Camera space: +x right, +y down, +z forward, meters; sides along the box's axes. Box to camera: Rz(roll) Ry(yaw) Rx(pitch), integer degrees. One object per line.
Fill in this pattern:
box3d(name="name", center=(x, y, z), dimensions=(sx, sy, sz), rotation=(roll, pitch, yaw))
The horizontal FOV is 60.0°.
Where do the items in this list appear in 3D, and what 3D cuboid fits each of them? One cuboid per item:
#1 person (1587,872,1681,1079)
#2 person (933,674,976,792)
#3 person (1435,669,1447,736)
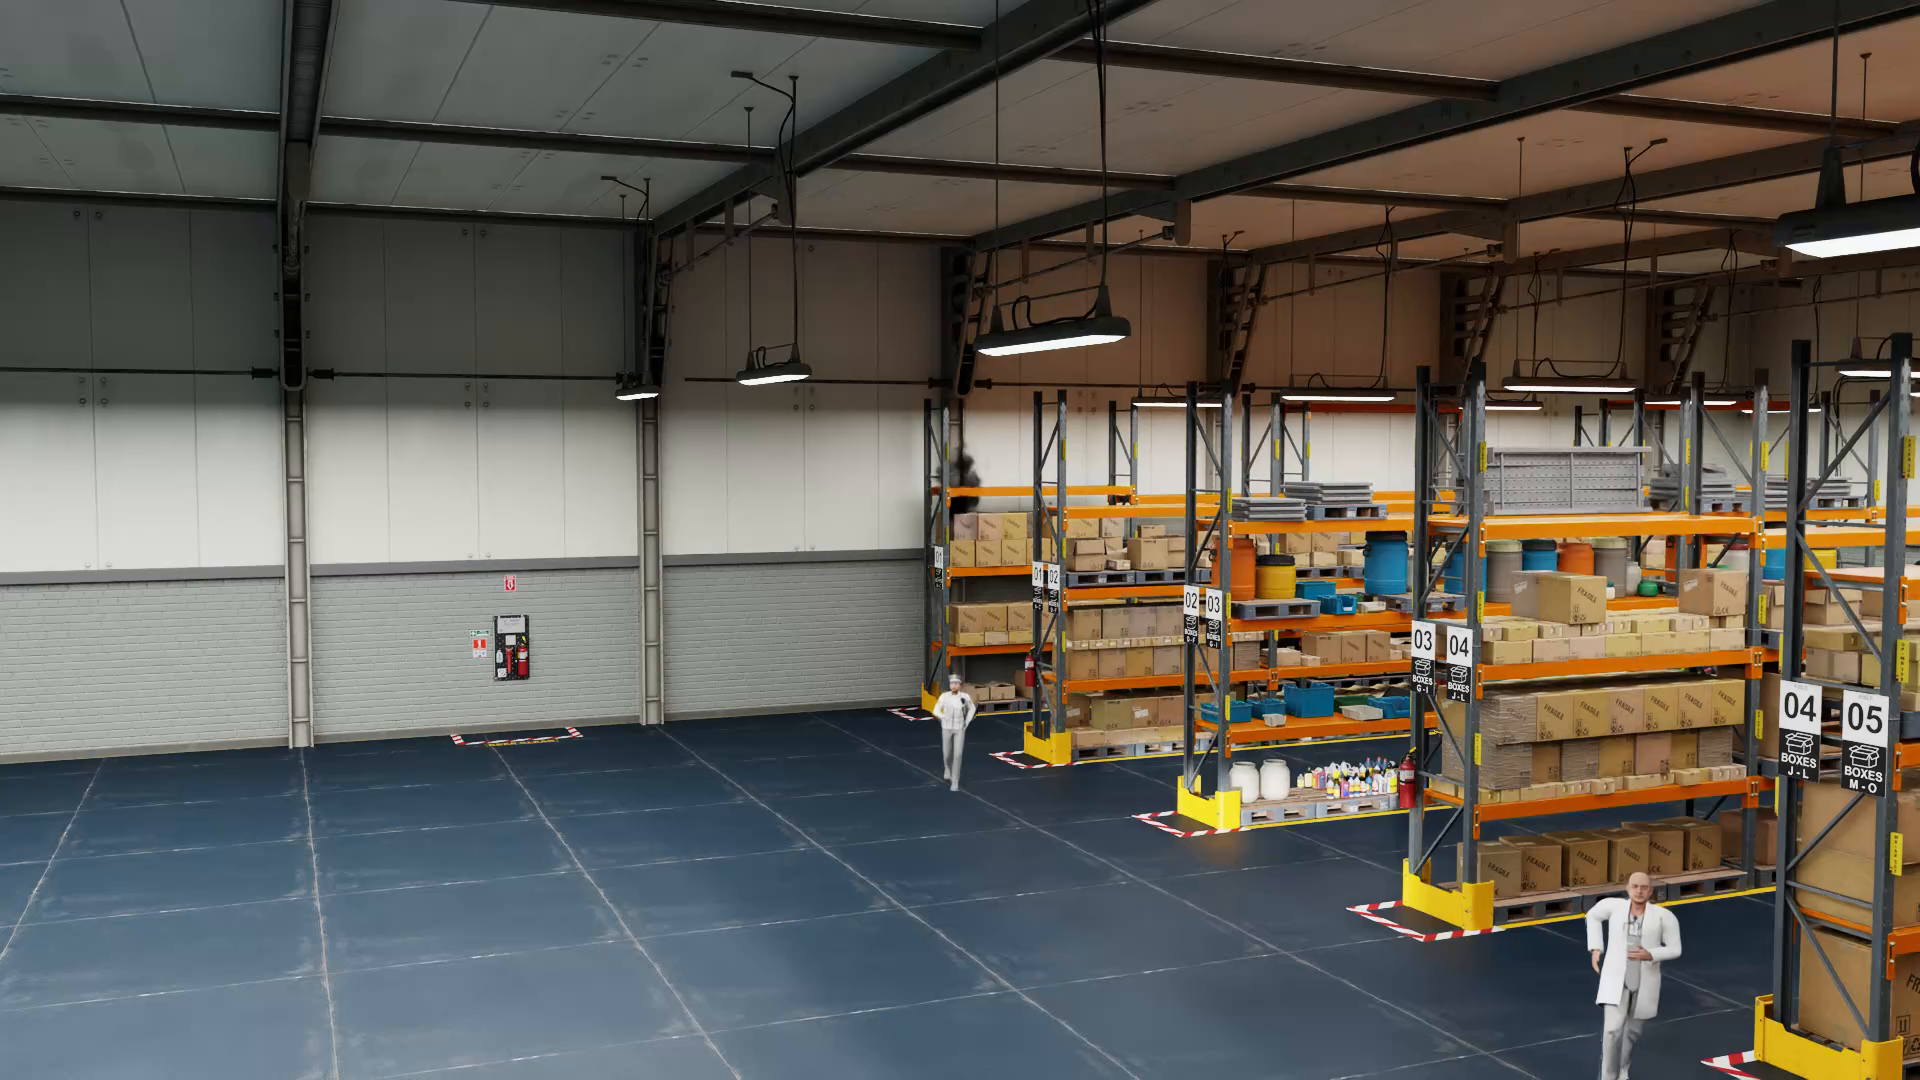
box3d(name="person", center=(5.330, 3.531, 13.174), dimensions=(0.675, 1.843, 0.717), rotation=(1, 4, 17))
box3d(name="person", center=(-0.090, 2.853, 24.913), dimensions=(0.624, 1.717, 0.829), rotation=(0, 3, 6))
box3d(name="person", center=(7.886, 2.775, 27.048), dimensions=(0.622, 1.568, 0.509), rotation=(-2, 4, -27))
